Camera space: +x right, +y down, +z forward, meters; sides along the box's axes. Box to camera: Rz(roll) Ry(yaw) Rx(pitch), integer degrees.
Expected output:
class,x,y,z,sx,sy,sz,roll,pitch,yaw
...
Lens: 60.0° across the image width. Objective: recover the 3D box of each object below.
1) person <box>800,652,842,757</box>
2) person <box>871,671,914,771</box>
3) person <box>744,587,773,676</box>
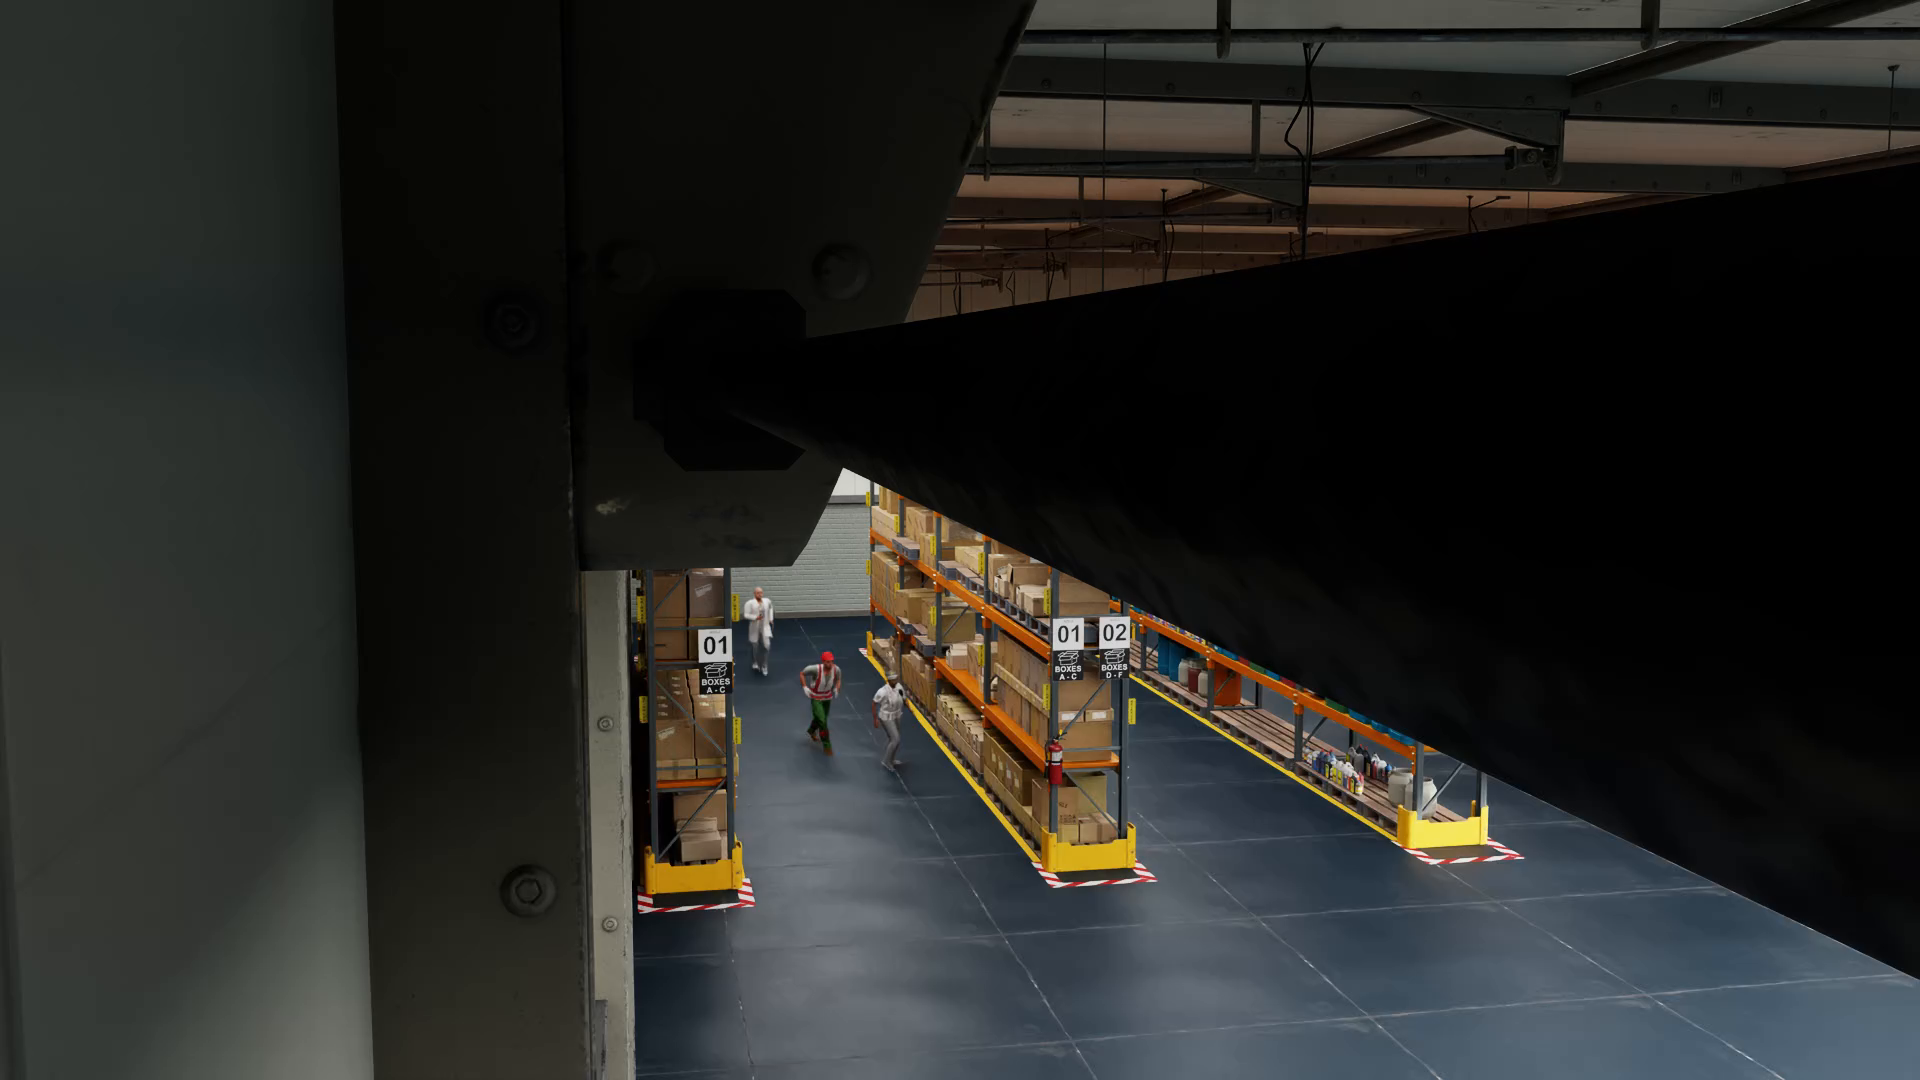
class,x,y,z,sx,sy,sz,roll,pitch,yaw
person,-2.320,2.644,27.382,0.703,1.738,1.045,-3,7,-23
person,-1.032,2.831,26.165,0.751,1.636,0.605,5,8,38
person,-4.137,1.879,34.262,0.665,1.835,0.910,-2,6,-18
